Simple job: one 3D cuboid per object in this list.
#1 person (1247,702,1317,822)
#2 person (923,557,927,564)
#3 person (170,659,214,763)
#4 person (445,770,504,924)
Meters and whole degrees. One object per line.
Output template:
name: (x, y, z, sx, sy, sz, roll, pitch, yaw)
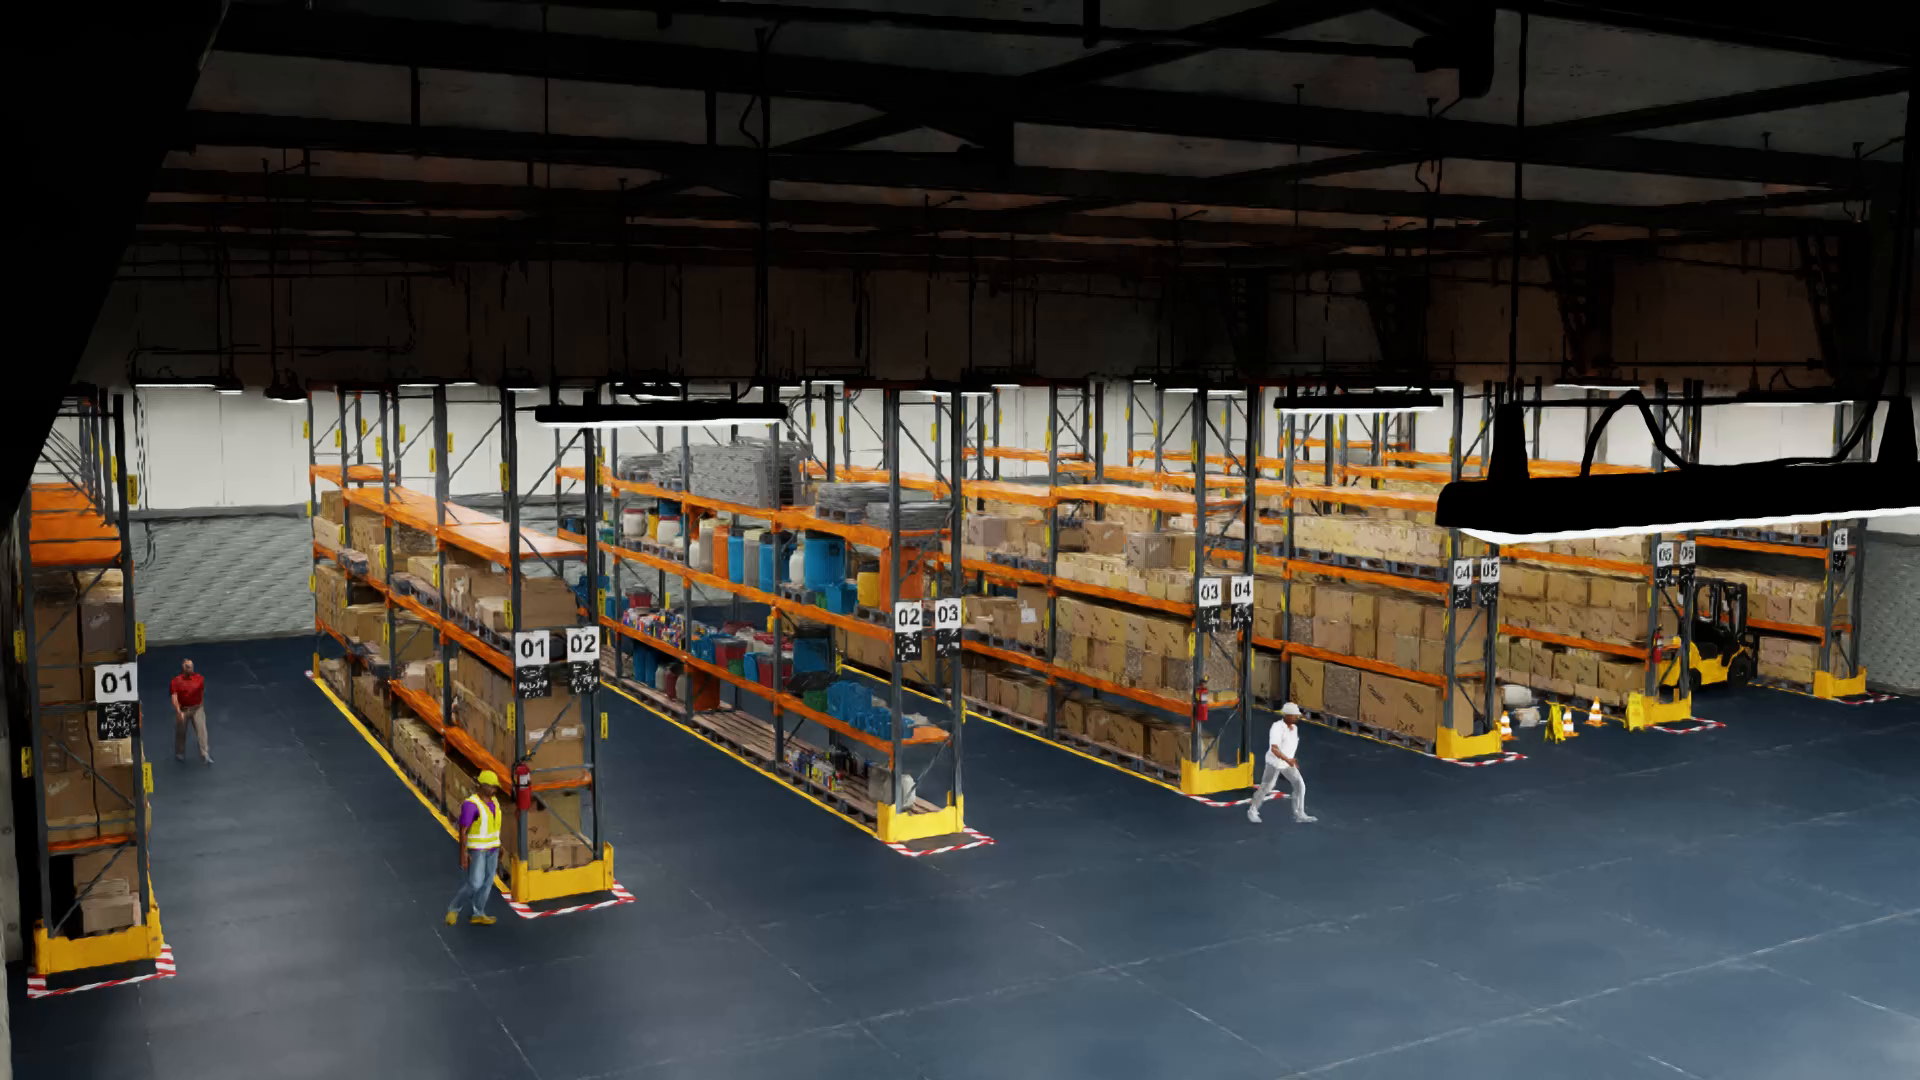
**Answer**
person: (4.404, 3.053, 22.857, 0.836, 1.703, 0.710, 6, 9, 45)
person: (-0.887, 1.250, 39.566, 0.620, 1.725, 0.399, 5, 8, 42)
person: (-12.205, 2.696, 26.313, 0.536, 1.656, 1.036, -5, 8, -37)
person: (-5.456, 3.443, 18.744, 0.506, 1.686, 0.733, 3, 7, 23)
